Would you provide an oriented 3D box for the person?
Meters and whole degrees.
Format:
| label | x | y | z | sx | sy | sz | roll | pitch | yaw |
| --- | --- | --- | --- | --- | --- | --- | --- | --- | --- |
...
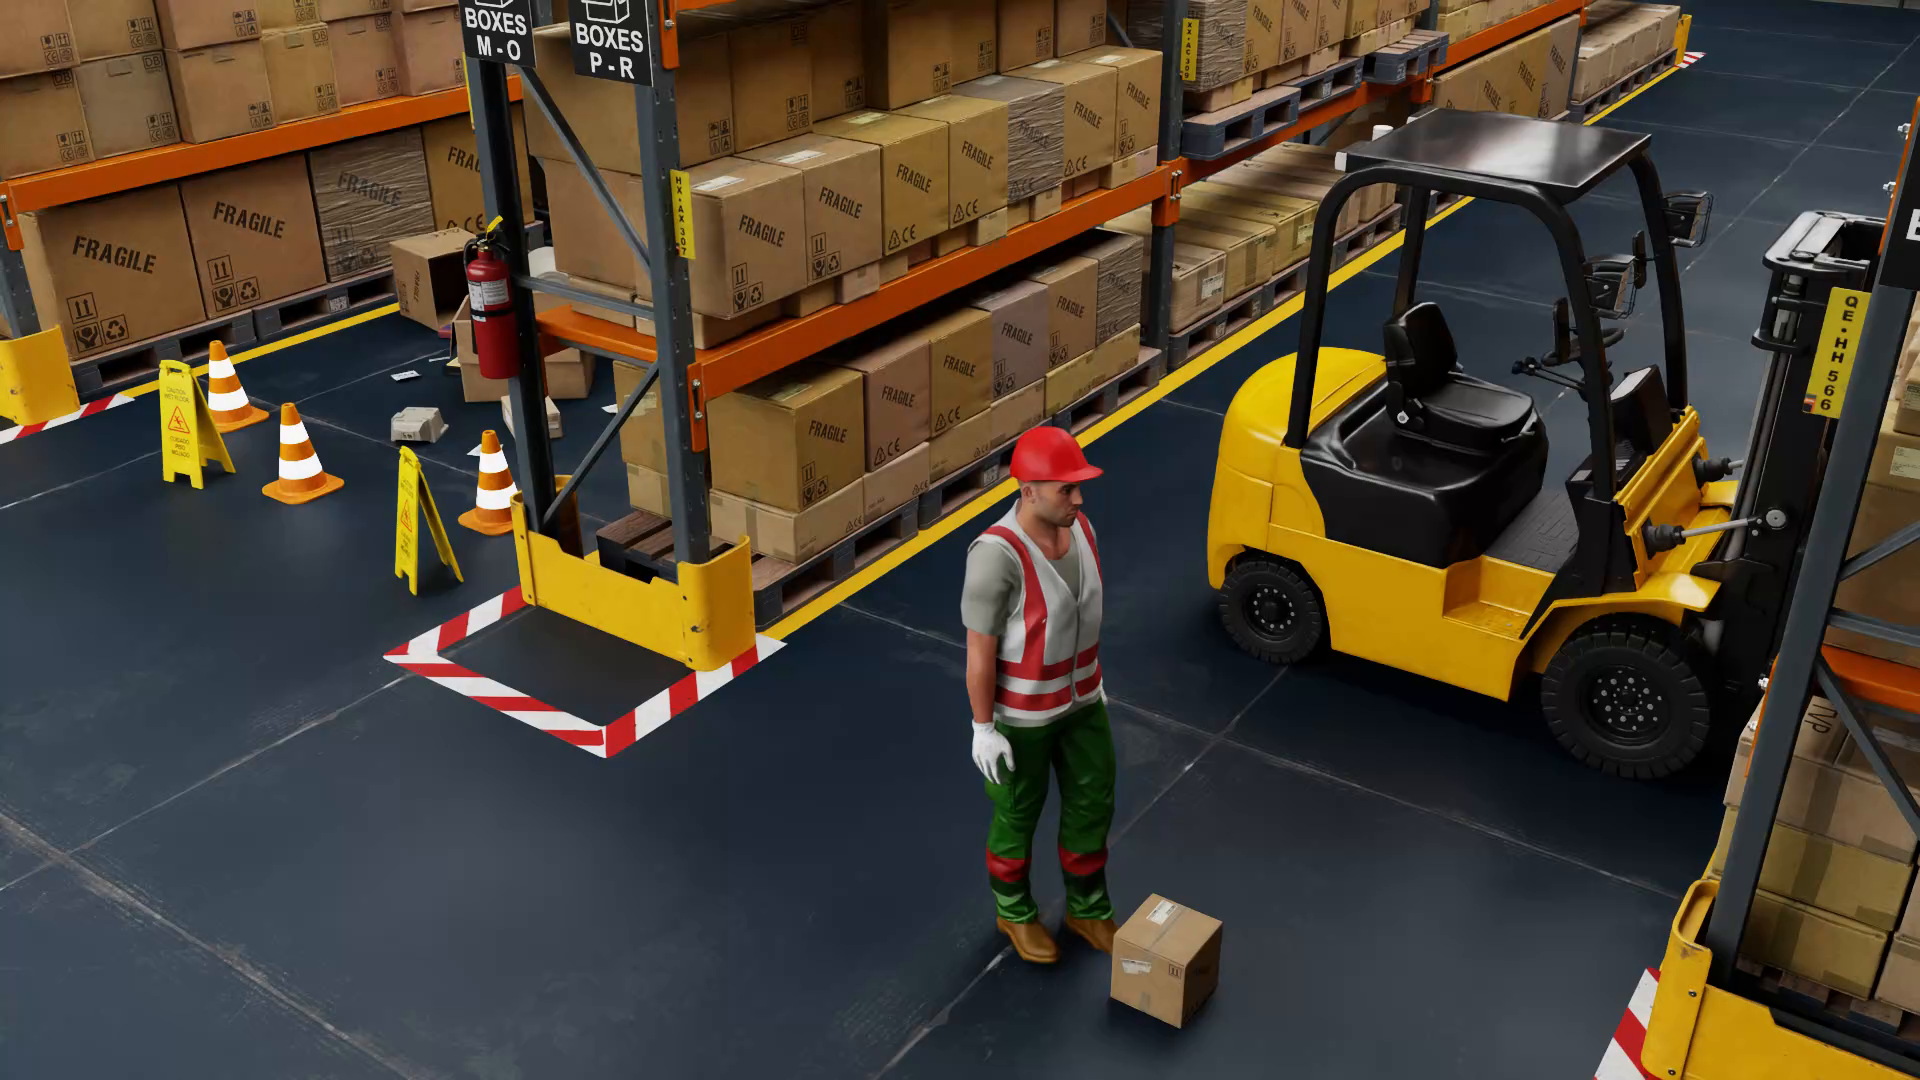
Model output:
| label | x | y | z | sx | sy | sz | roll | pitch | yaw |
| --- | --- | --- | --- | --- | --- | --- | --- | --- | --- |
| person | 0.292 | 0.537 | 5.046 | 0.585 | 1.832 | 0.496 | -22 | 34 | -36 |
